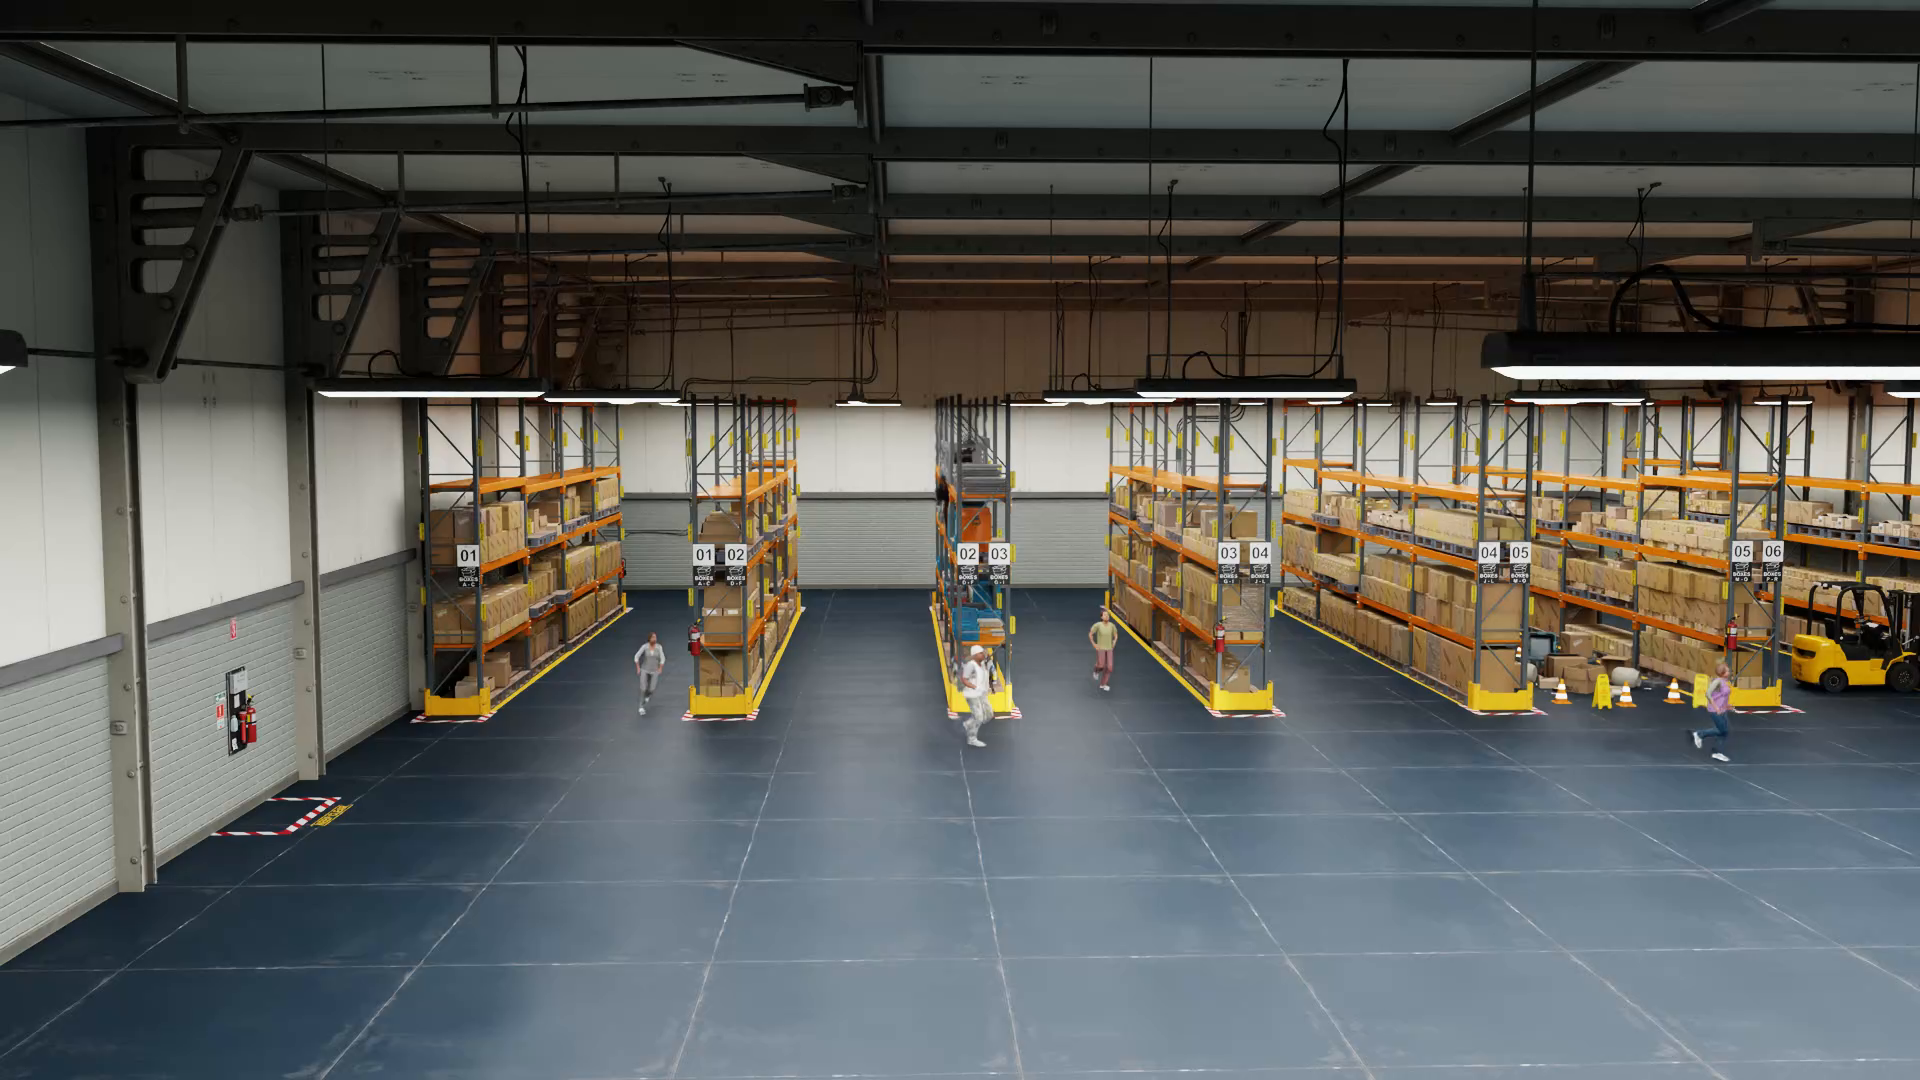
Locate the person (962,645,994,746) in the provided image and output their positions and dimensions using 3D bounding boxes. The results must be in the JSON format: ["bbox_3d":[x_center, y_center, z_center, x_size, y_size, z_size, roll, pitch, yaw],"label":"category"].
[{"bbox_3d":[0.274,2.639,28.201,0.581,1.734,0.674,2,5,27],"label":"person"}]

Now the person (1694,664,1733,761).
[{"bbox_3d":[12.384,2.818,27.311,0.572,1.547,0.560,4,6,43],"label":"person"}]

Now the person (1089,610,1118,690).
[{"bbox_3d":[2.952,2.240,34.085,0.616,1.627,0.563,-1,5,-12],"label":"person"}]

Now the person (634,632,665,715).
[{"bbox_3d":[-5.856,2.501,31.374,0.581,1.550,0.506,-1,5,-15],"label":"person"}]
